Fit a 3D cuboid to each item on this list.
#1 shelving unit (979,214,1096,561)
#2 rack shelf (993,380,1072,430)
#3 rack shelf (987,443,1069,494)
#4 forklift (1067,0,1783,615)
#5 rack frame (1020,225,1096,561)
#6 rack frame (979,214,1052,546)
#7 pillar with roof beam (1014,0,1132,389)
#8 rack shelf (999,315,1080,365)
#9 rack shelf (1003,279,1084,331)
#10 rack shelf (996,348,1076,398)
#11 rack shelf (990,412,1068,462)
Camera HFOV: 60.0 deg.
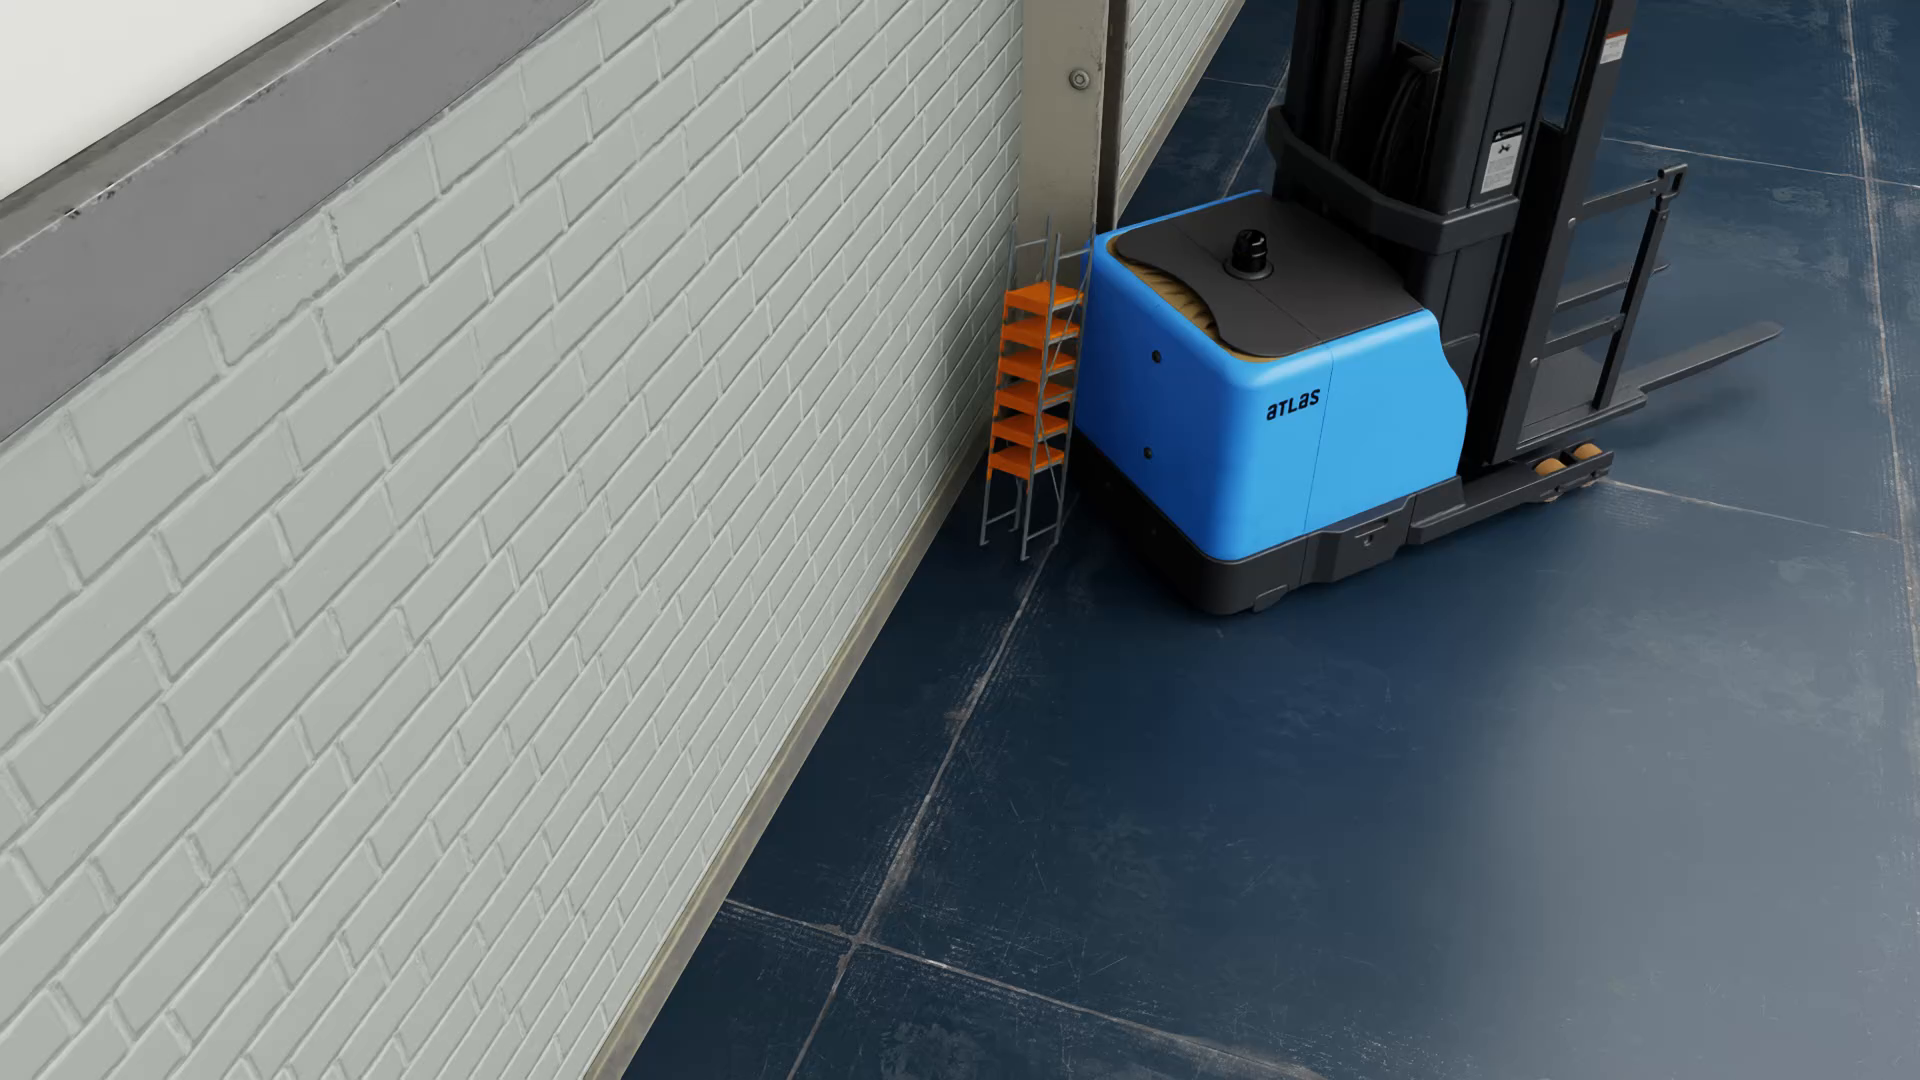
[{"bbox_3d":[0.270,-0.531,5.913,0.189,1.200,0.258,21,28,31],"label":"shelving unit"},{"bbox_3d":[0.266,-0.491,5.930,0.180,0.103,0.258,21,28,31],"label":"rack shelf"},{"bbox_3d":[0.246,-0.272,6.026,0.180,0.103,0.258,21,28,31],"label":"rack shelf"},{"bbox_3d":[1.952,-1.544,5.801,3.031,2.935,1.130,-20,44,-22],"label":"forklift"},{"bbox_3d":[0.343,-0.503,5.865,0.006,1.200,0.240,21,28,31],"label":"rack frame"},{"bbox_3d":[0.197,-0.559,5.960,0.006,1.200,0.240,21,28,31],"label":"rack frame"},{"bbox_3d":[4.476,-3.195,3.062,9.100,9.000,0.400,13,42,15],"label":"pillar with roof beam"},{"bbox_3d":[0.287,-0.710,5.834,0.180,0.103,0.258,21,28,31],"label":"rack shelf"},{"bbox_3d":[0.297,-0.819,5.786,0.180,0.103,0.258,21,28,31],"label":"rack shelf"},{"bbox_3d":[0.277,-0.600,5.882,0.180,0.103,0.258,21,28,31],"label":"rack shelf"},{"bbox_3d":[0.256,-0.381,5.978,0.180,0.103,0.258,21,28,31],"label":"rack shelf"}]
